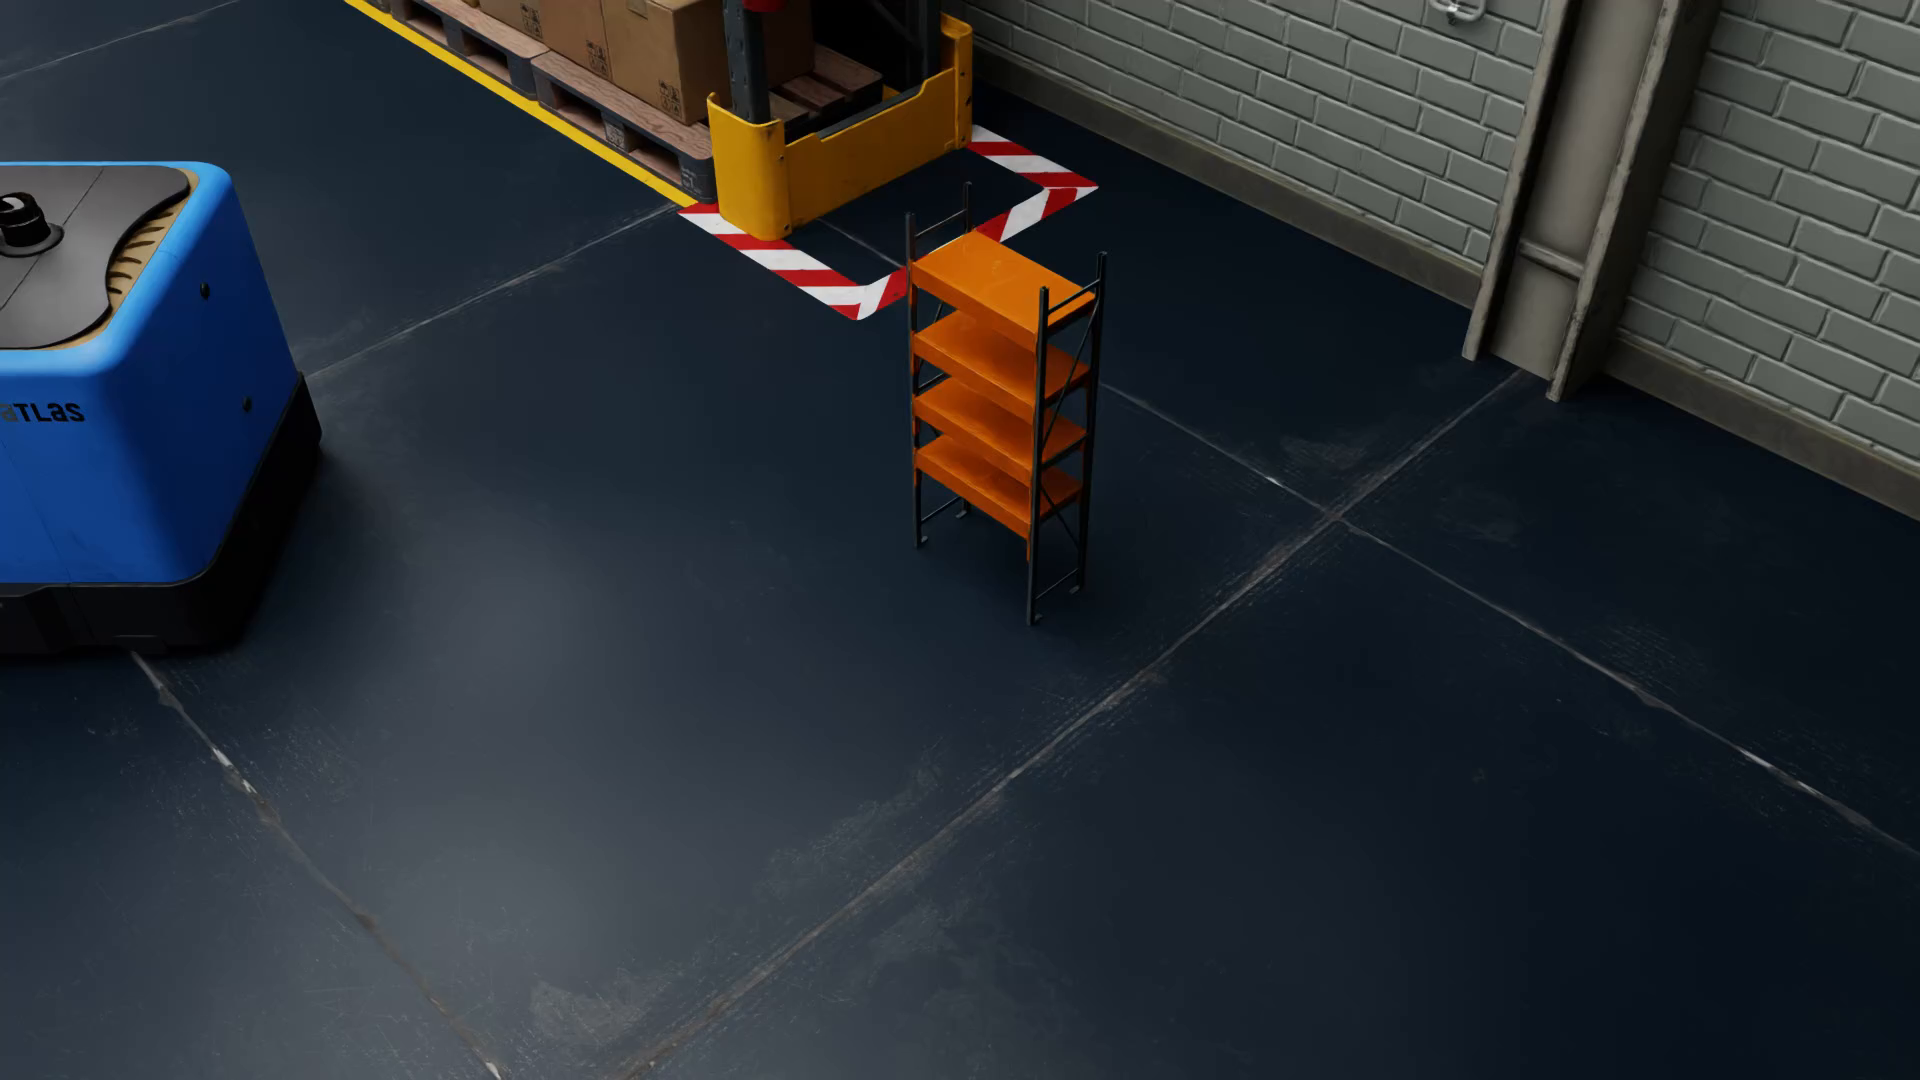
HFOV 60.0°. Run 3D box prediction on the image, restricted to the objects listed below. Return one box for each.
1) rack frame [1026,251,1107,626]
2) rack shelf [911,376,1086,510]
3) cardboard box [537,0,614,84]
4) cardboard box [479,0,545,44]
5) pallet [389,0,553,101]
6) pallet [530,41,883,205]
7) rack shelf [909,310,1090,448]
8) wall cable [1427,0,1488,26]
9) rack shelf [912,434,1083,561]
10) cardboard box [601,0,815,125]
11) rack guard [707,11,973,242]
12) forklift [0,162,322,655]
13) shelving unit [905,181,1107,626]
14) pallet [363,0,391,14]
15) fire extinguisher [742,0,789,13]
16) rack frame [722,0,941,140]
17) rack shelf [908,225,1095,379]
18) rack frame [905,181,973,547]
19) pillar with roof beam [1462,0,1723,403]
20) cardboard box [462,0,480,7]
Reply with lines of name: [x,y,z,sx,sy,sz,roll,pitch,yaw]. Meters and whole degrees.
rack frame: [0.289,-0.244,4.630,0.240,1.200,0.015,-34,53,-31]
rack shelf: [0.117,-0.312,4.802,0.258,0.148,0.480,-34,53,-31]
cardboard box: [-1.392,-2.391,7.160,0.500,0.500,0.700,34,53,31]
cardboard box: [-1.748,-2.632,7.421,0.500,0.500,0.700,32,52,30]
pallet: [-1.951,-2.535,7.838,1.003,0.211,1.213,-34,53,-31]
pallet: [-1.094,-1.949,7.203,1.003,0.211,1.213,-34,53,-31]
rack shelf: [0.117,-0.476,4.651,0.258,0.148,0.480,-34,53,-31]
wall cable: [1.100,-2.837,5.362,0.084,1.984,1.851,-34,53,-31]
rack shelf: [0.117,-0.166,4.937,0.258,0.148,0.480,-34,53,-31]
cardboard box: [-1.039,-2.151,6.900,0.700,0.500,0.500,-34,53,-31]
rack guard: [-0.457,-1.696,6.718,1.175,0.500,0.348,-34,53,-31]
forklift: [-3.631,-1.074,4.252,3.031,2.935,1.130,0,43,0]
shelving unit: [0.117,-0.361,4.757,0.258,1.200,0.503,-34,53,-31]
pallet: [-2.817,-3.121,8.472,1.003,0.211,1.213,-34,53,-31]
fire extinguisher: [-0.694,-2.167,5.717,0.296,0.674,0.183,-34,53,-31]
rack frame: [-0.474,-2.626,5.882,1.000,3.000,0.127,-34,53,-31]
rack shelf: [0.117,-0.650,4.490,0.258,0.148,0.480,-34,53,-31]
rack frame: [-0.055,-0.478,4.884,0.240,1.200,0.015,-34,53,-31]
pillar with roof beam: [-1.003,-1.883,0.657,9.100,9.000,0.400,-34,53,-31]
cardboard box: [-2.130,-2.885,7.694,0.700,0.500,0.500,-33,52,-30]
